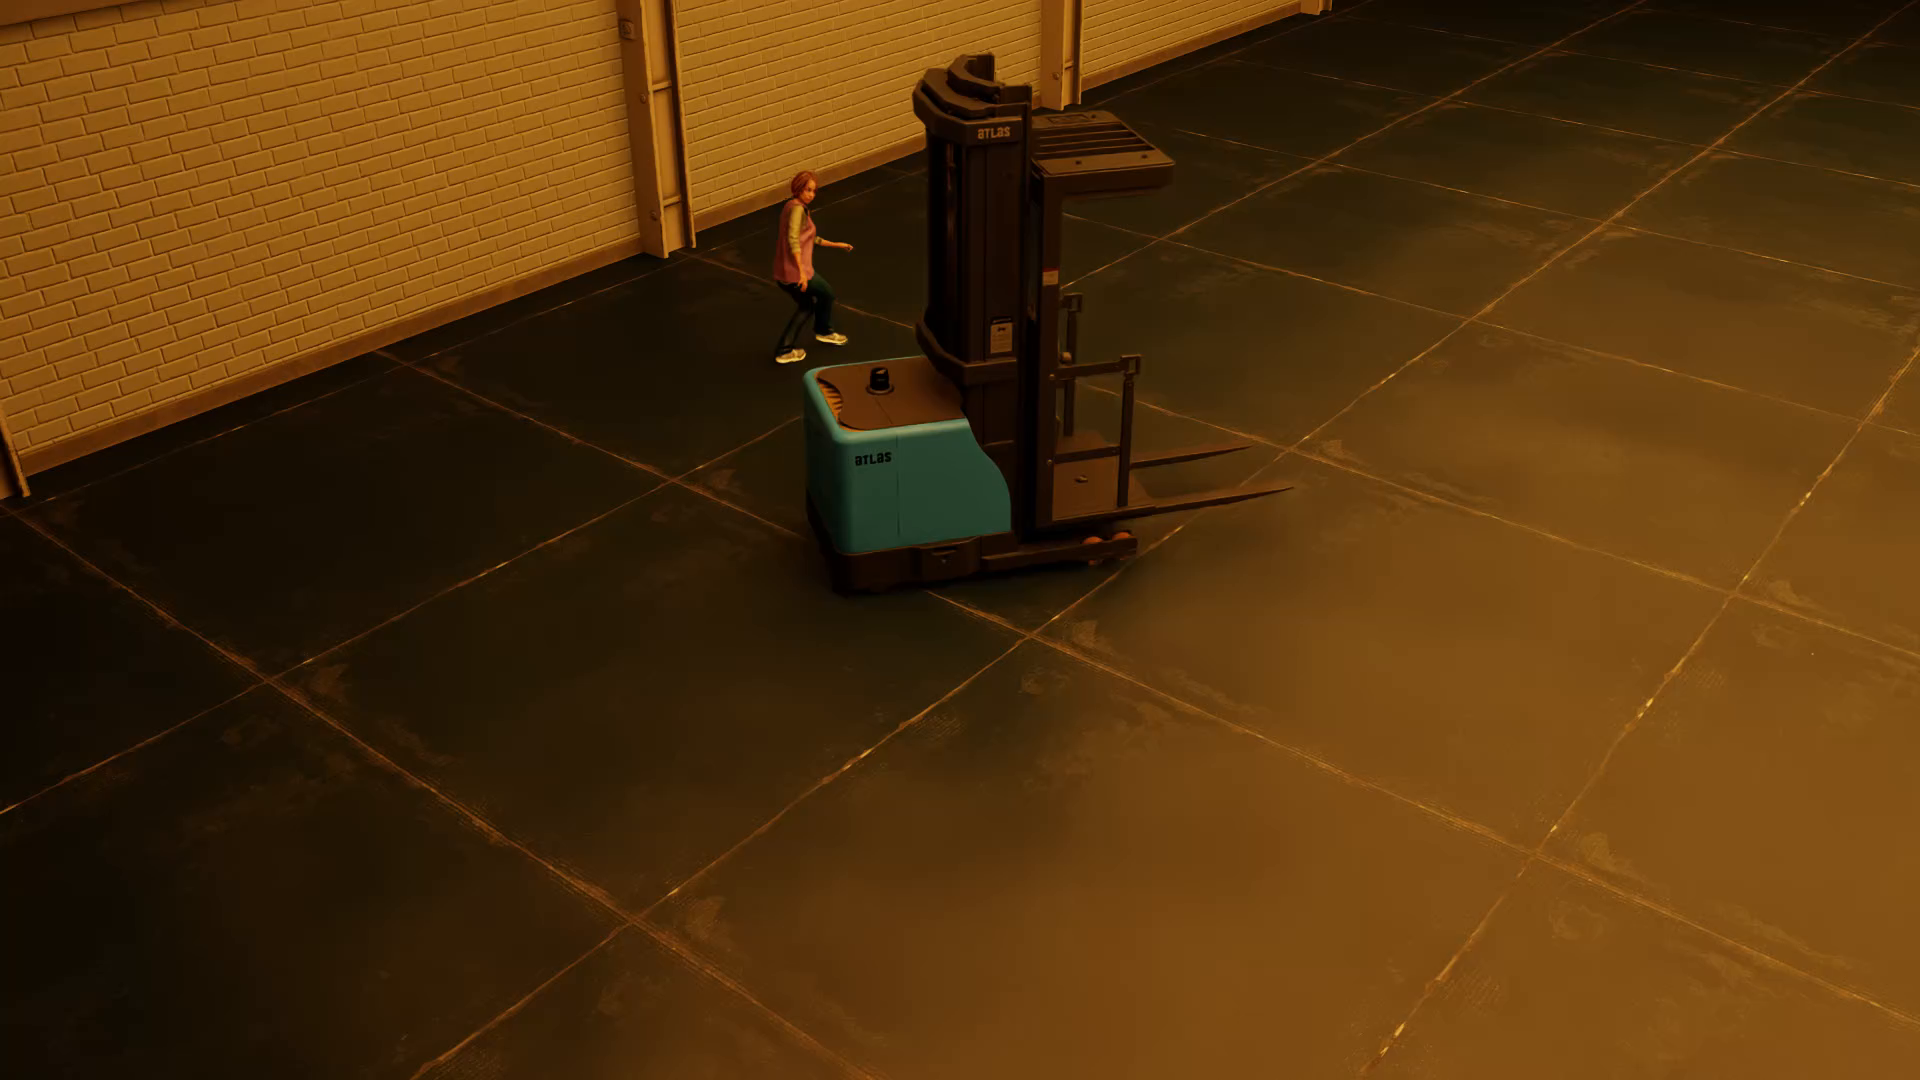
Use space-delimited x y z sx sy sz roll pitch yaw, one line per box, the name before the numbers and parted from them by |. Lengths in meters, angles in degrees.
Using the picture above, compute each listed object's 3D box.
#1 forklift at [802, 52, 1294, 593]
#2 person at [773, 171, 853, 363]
forklift | 0.595 -1.364 9.928 3.031 2.935 1.130 -8 31 -14
person | -1.086 -2.040 12.570 0.720 1.448 0.640 -19 35 -29
